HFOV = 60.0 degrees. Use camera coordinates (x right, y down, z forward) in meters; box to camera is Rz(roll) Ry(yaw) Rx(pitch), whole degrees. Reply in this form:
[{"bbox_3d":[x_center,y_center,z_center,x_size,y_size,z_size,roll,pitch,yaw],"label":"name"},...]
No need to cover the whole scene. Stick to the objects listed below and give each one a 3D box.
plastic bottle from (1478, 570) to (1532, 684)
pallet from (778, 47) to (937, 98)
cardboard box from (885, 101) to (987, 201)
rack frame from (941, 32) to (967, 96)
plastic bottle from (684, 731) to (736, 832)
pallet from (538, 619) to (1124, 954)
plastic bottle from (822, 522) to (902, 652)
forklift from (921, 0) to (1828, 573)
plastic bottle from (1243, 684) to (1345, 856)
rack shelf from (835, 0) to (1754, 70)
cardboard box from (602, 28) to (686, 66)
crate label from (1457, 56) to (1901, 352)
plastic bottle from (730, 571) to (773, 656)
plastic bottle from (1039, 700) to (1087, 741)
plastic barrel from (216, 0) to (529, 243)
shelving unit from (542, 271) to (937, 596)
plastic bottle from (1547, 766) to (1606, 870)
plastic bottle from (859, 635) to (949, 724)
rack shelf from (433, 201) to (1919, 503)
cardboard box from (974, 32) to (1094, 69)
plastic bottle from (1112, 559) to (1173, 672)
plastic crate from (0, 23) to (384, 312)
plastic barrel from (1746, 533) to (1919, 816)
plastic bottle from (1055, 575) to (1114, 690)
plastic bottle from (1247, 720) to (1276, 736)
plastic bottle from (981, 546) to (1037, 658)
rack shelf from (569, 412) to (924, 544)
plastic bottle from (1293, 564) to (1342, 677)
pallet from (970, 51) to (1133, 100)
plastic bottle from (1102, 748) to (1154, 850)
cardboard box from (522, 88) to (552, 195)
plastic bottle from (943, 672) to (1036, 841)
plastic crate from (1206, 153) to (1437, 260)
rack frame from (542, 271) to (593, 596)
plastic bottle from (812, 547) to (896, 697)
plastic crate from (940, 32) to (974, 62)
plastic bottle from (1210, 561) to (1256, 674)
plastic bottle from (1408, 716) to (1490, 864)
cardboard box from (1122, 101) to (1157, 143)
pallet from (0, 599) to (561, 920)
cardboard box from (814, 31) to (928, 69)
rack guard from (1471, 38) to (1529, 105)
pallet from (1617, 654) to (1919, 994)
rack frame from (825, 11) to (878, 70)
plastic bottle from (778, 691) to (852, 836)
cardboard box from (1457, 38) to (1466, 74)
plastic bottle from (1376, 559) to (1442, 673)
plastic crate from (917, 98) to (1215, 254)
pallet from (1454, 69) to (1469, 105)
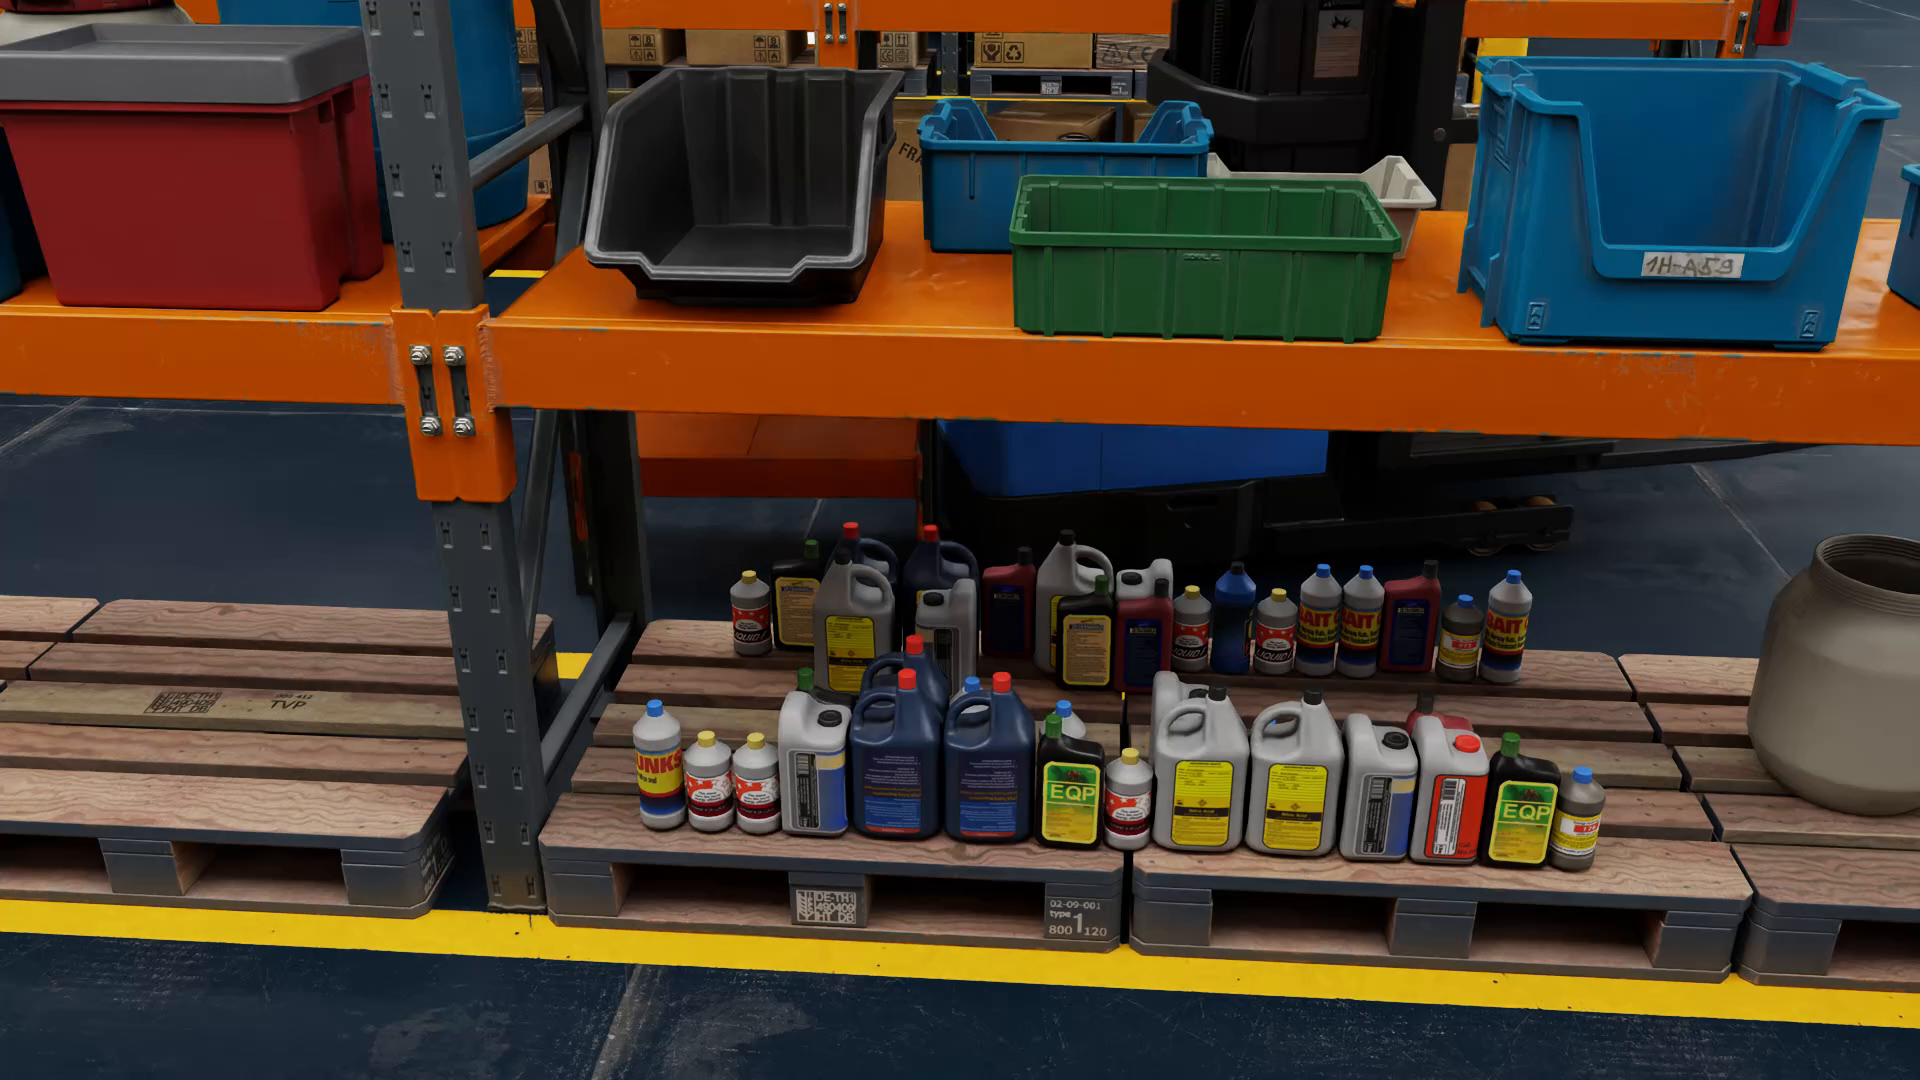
[{"bbox_3d":[1.303,0.200,3.964,0.097,0.271,0.097,0,25,0],"label":"plastic bottle"},{"bbox_3d":[-0.817,-3.634,12.896,1.213,0.211,1.003,2,25,4],"label":"pallet"},{"bbox_3d":[-0.126,-1.870,8.213,0.500,0.500,0.500,1,25,2],"label":"cardboard box"},{"bbox_3d":[-0.042,-4.908,12.328,0.127,3.000,1.000,2,25,4],"label":"rack frame"},{"bbox_3d":[-0.516,0.488,3.423,0.097,0.201,0.097,0,25,0],"label":"plastic bottle"},{"bbox_3d":[-0.235,0.526,3.854,1.213,0.211,1.003,2,25,4],"label":"pallet"},{"bbox_3d":[-0.237,0.124,4.034,0.185,0.351,0.144,1,25,3],"label":"plastic bottle"},{"bbox_3d":[1.432,-1.493,4.988,3.031,2.935,1.130,-5,25,-10],"label":"forklift"},{"bbox_3d":[0.669,0.448,3.330,0.185,0.351,0.144,3,25,6],"label":"plastic bottle"},{"bbox_3d":[1.472,-2.453,7.853,4.000,0.370,1.077,2,25,4],"label":"rack shelf"},{"bbox_3d":[-2.558,-4.121,12.807,0.750,0.750,1.050,2,25,5],"label":"cardboard box"},{"bbox_3d":[1.231,-0.614,2.953,0.616,0.435,0.502,2,25,4],"label":"crate label"},{"bbox_3d":[-0.516,0.173,4.106,0.097,0.201,0.097,0,25,0],"label":"plastic bottle"},{"bbox_3d":[0.209,0.454,3.413,0.097,0.271,0.097,0,25,0],"label":"plastic bottle"},{"bbox_3d":[-1.263,-1.146,3.552,0.708,0.901,0.600,2,25,4],"label":"plastic barrel"},{"bbox_3d":[-0.601,-0.448,4.878,1.048,1.125,0.538,0,25,1],"label":"shelving unit"},{"bbox_3d":[1.222,0.544,3.301,0.097,0.201,0.097,0,25,0],"label":"plastic bottle"},{"bbox_3d":[-0.117,0.363,3.516,0.185,0.351,0.144,2,25,4],"label":"plastic bottle"},{"bbox_3d":[1.093,-0.389,3.367,4.000,0.370,1.077,2,25,4],"label":"rack shelf"},{"bbox_3d":[0.580,-4.084,12.577,0.875,0.875,0.875,2,25,5],"label":"cardboard box"},{"bbox_3d":[0.438,0.182,3.999,0.135,0.276,0.152,2,25,5],"label":"plastic bottle"},{"bbox_3d":[-1.408,-0.697,3.099,0.583,0.464,0.402,2,25,4],"label":"plastic crate"},{"bbox_3d":[1.925,0.283,3.521,0.421,0.512,0.421,0,25,0],"label":"plastic barrel"},{"bbox_3d":[0.294,0.215,3.918,0.133,0.283,0.061,2,25,4],"label":"plastic bottle"},{"bbox_3d":[0.635,0.464,3.474,0.097,0.201,0.097,0,25,0],"label":"plastic bottle"},{"bbox_3d":[0.120,0.149,4.061,0.133,0.283,0.061,3,25,8],"label":"plastic bottle"},{"bbox_3d":[-0.601,-0.226,4.980,1.000,0.278,0.538,0,25,1],"label":"rack shelf"},{"bbox_3d":[0.861,0.186,3.995,0.097,0.271,0.097,0,25,0],"label":"plastic bottle"},{"bbox_3d":[0.710,-3.584,12.787,1.213,0.211,1.003,2,25,4],"label":"pallet"},{"bbox_3d":[0.340,0.515,3.363,0.097,0.201,0.097,0,25,0],"label":"plastic bottle"},{"bbox_3d":[-2.165,-1.978,8.424,0.500,0.500,0.700,0,25,-1],"label":"cardboard box"},{"bbox_3d":[0.060,0.429,3.372,0.185,0.351,0.144,1,25,2],"label":"plastic bottle"},{"bbox_3d":[0.737,-0.713,3.527,0.437,0.136,0.530,2,25,4],"label":"plastic crate"},{"bbox_3d":[-1.110,-0.451,4.885,0.032,1.125,0.500,0,25,1],"label":"rack frame"},{"bbox_3d":[-0.248,0.184,3.903,0.185,0.351,0.144,2,25,4],"label":"plastic bottle"},{"bbox_3d":[0.232,-4.197,14.078,0.662,0.188,0.450,16,39,31],"label":"plastic crate"},{"bbox_3d":[0.659,0.179,4.009,0.097,0.271,0.097,0,25,0],"label":"plastic bottle"},{"bbox_3d":[0.973,0.490,3.328,0.135,0.276,0.152,2,25,4],"label":"plastic bottle"},{"bbox_3d":[1.070,-1.867,8.208,0.500,0.500,0.500,0,25,-1],"label":"cardboard box"},{"bbox_3d":[-1.687,0.478,3.958,1.213,0.211,1.003,2,25,4],"label":"pallet"},{"bbox_3d":[-0.668,-4.059,12.672,0.750,0.750,1.050,2,25,4],"label":"cardboard box"},{"bbox_3d":[3.970,-3.644,12.570,0.348,0.500,1.175,2,25,4],"label":"rack guard"},{"bbox_3d":[2.198,0.604,3.685,1.213,0.211,1.003,2,25,4],"label":"pallet"},{"bbox_3d":[-0.522,-2.844,7.842,0.127,3.000,1.000,2,25,4],"label":"rack frame"},{"bbox_3d":[-0.293,0.450,3.416,0.135,0.276,0.152,3,25,6],"label":"plastic bottle"},{"bbox_3d":[3.265,-4.000,12.393,0.875,0.875,0.875,2,25,4],"label":"cardboard box"},{"bbox_3d":[1.079,0.180,3.994,0.133,0.283,0.061,2,25,5],"label":"plastic bottle"},{"bbox_3d":[0.223,-0.790,3.556,0.616,0.251,0.499,2,25,4],"label":"plastic crate"},{"bbox_3d":[3.143,-3.506,12.617,1.213,0.211,1.003,2,25,4],"label":"pallet"}]
